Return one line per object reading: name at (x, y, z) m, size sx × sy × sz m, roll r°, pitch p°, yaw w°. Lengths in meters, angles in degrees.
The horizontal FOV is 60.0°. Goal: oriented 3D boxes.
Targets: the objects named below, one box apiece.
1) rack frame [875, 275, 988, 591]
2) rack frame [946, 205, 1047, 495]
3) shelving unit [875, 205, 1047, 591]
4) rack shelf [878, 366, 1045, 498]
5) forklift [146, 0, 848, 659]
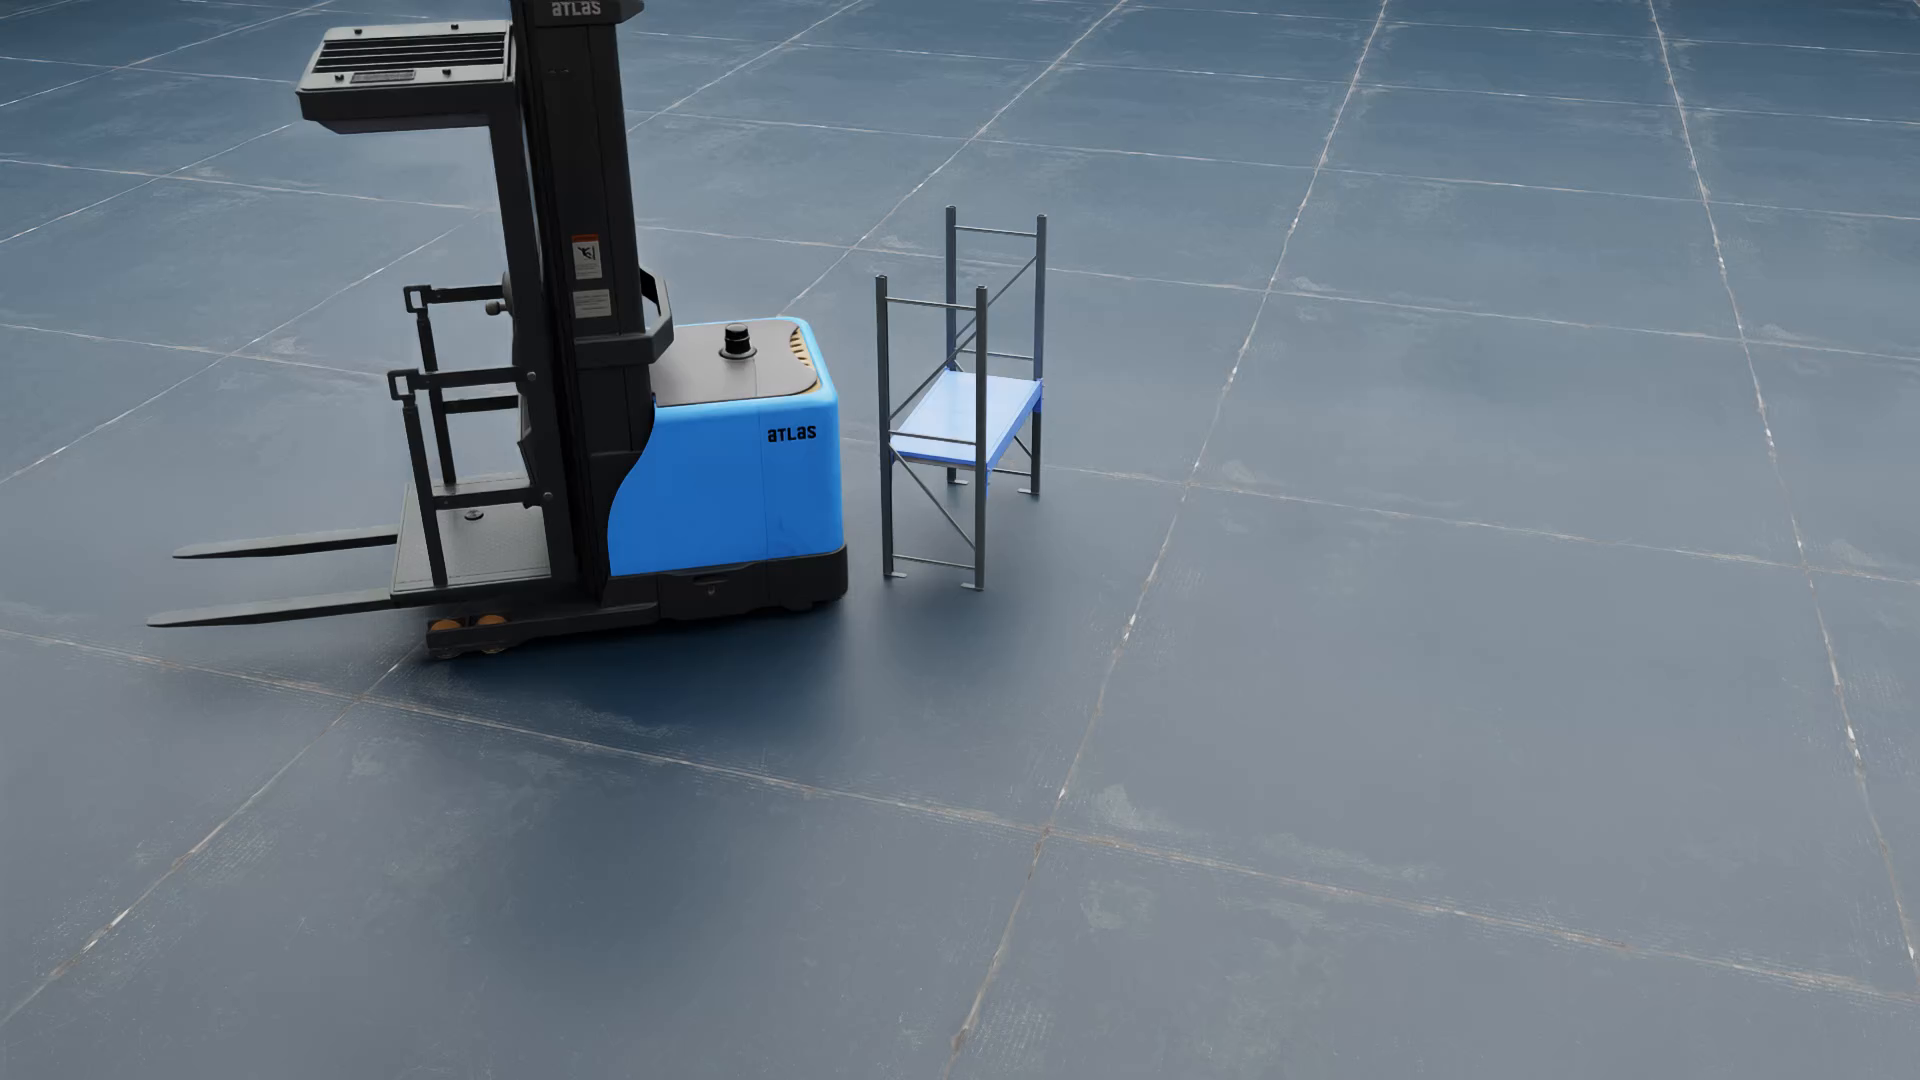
rack frame at (-0.124, -0.459, 7.532) m, size 0.500 × 1.500 × 0.032 m, roll 8°, pitch 30°, yaw 15°
rack frame at (0.174, -0.931, 8.381) m, size 0.500 × 1.500 × 0.032 m, roll 8°, pitch 30°, yaw 15°
shelving unit at (0.025, -0.695, 7.957) m, size 0.538 × 1.500 × 1.048 m, roll 8°, pitch 30°, yaw 15°
rack shelf at (0.025, -0.538, 8.044) m, size 0.538 × 0.185 × 1.000 m, roll 8°, pitch 30°, yaw 15°
forklift at (-2.090, -1.042, 7.108) m, size 3.031 × 2.935 × 1.130 m, roll -6°, pitch 30°, yaw -11°
